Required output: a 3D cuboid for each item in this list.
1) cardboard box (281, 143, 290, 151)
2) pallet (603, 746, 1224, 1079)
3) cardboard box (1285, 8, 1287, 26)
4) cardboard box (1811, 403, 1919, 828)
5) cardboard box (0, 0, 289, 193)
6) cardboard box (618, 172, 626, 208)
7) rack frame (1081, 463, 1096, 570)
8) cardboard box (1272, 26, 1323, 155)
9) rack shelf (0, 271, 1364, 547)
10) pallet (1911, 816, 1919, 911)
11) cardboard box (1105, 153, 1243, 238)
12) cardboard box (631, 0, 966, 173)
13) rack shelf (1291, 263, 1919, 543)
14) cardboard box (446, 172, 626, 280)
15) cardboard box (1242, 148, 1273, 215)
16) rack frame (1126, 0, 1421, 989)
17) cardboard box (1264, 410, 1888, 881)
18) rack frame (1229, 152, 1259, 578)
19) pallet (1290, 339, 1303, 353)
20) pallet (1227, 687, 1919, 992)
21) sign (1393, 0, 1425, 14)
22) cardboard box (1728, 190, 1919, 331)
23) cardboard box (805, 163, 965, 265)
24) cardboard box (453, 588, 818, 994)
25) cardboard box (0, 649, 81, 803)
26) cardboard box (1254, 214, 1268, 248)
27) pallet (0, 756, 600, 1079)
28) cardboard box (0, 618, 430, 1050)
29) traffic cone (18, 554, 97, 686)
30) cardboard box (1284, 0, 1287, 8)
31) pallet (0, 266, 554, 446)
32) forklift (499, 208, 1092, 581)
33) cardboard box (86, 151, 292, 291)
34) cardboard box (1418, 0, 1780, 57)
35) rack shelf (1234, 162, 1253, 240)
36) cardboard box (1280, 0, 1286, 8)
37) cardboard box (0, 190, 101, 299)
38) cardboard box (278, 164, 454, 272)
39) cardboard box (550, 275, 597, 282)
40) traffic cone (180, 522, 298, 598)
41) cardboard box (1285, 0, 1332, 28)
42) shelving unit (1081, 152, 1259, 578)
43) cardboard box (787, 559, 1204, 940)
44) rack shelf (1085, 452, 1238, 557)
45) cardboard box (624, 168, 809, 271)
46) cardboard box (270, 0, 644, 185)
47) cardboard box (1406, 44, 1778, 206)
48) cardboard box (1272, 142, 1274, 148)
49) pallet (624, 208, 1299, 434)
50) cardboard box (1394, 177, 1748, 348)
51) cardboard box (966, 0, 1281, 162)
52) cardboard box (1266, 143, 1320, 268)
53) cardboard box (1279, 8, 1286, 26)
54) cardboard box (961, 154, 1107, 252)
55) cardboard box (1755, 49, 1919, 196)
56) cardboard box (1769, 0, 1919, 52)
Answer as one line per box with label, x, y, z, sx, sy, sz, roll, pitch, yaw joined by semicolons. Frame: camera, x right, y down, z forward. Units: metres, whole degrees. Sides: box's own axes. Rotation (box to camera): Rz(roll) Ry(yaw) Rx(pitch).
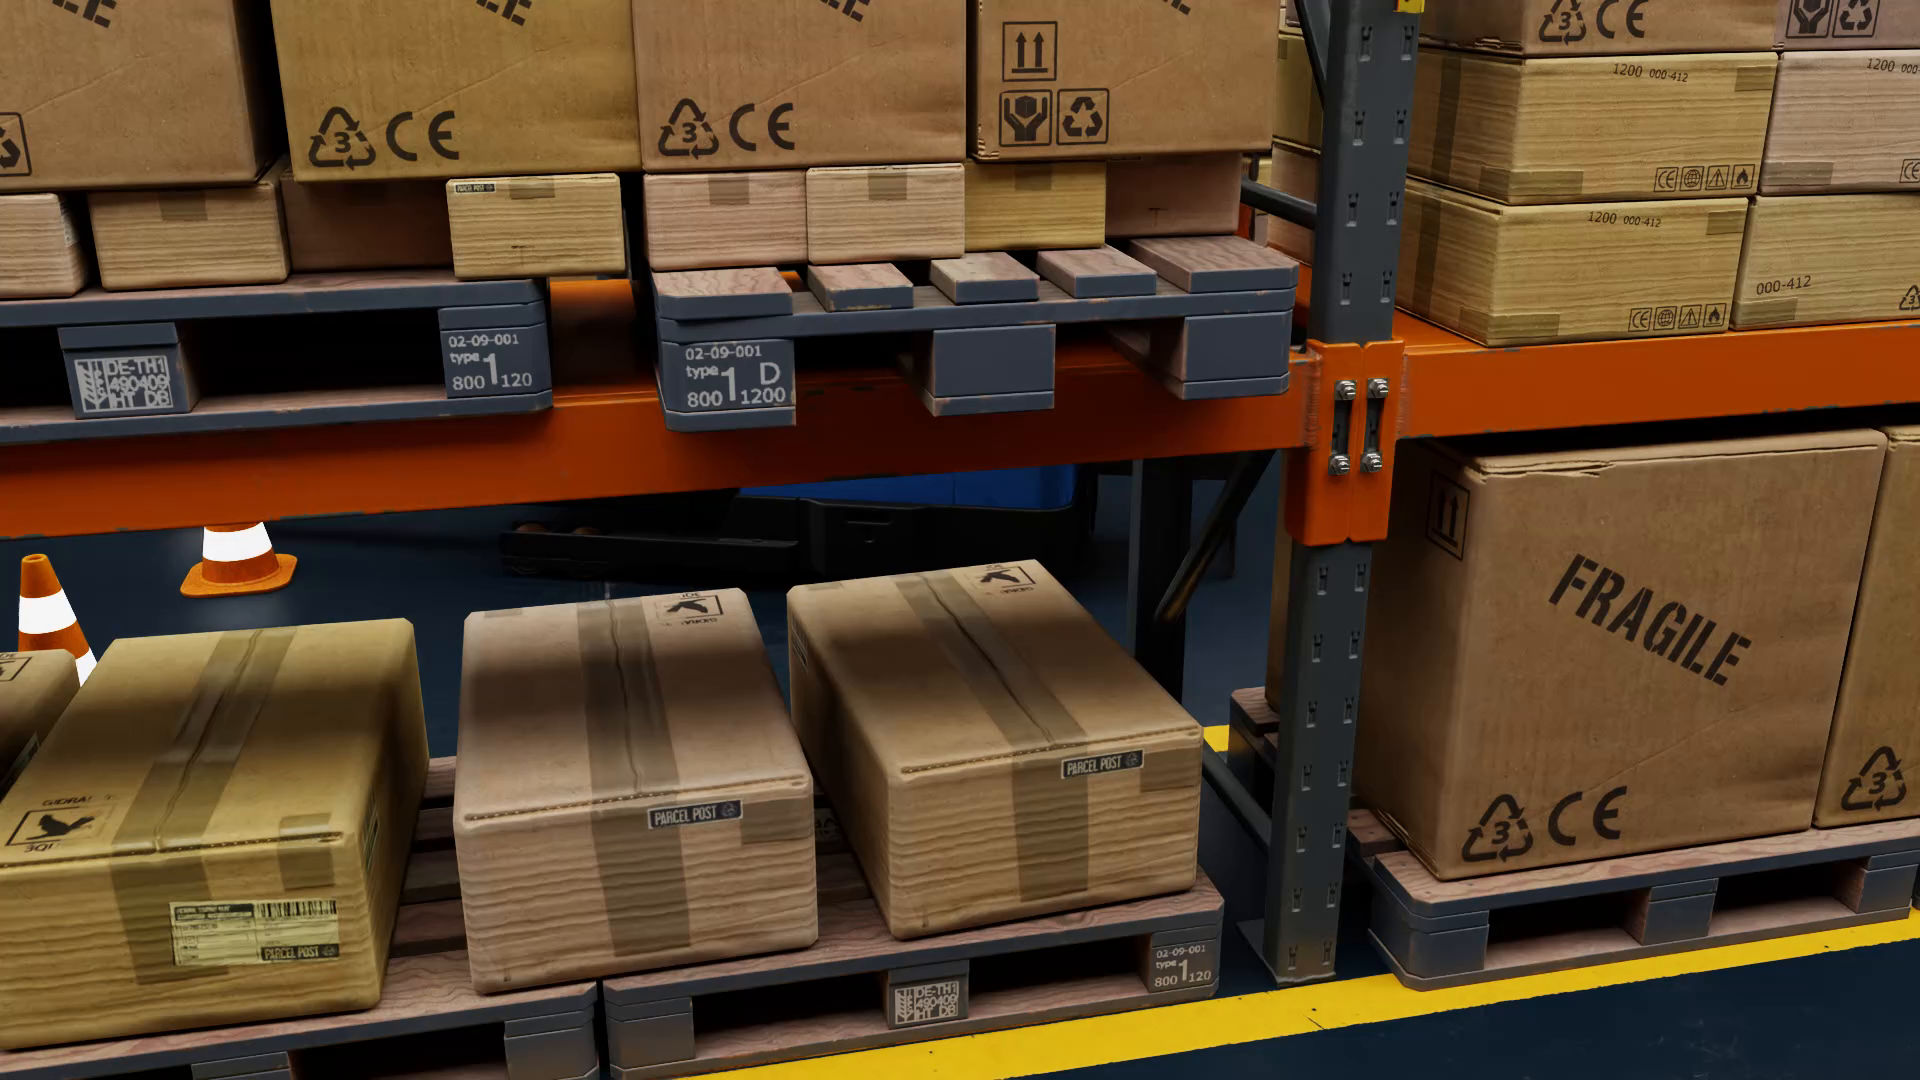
cardboard box;-1.088;-0.680;3.065;0.250;0.149;0.380;-4;20;-10
pallet;-0.175;0.694;3.614;1.213;0.211;1.003;-5;21;-12
cardboard box;1.634;-2.520;8.088;0.250;0.149;0.380;-4;20;-10
cardboard box;2.147;0.027;3.857;0.875;0.875;0.875;-4;21;-12
cardboard box;-1.315;-0.804;2.460;0.500;0.500;0.500;-6;21;-15
cardboard box;-0.605;-0.761;3.285;0.250;0.149;0.380;-5;21;-12
rack frame;0.441;-0.954;5.366;0.015;2.100;0.400;3;20;8
cardboard box;0.999;-0.965;3.579;0.500;0.250;0.500;-5;21;-13
rack shelf;-1.360;-0.181;2.994;4.000;0.370;1.077;-5;21;-12
pallet;2.556;0.500;4.143;1.213;0.211;1.003;-5;21;-12
cardboard box;0.321;-0.652;2.987;0.250;0.149;0.380;-4;20;-10
cardboard box;-0.293;-0.887;2.687;0.500;0.500;0.500;-5;21;-13
rack shelf;2.533;-0.498;3.858;4.000;0.370;1.077;-5;21;-12
cardboard box;-0.669;-0.527;2.648;0.250;0.149;0.380;-4;21;-12
cardboard box;1.560;-1.792;8.278;0.500;0.250;0.500;-6;21;-15
rack frame;0.586;-0.677;3.302;0.127;3.000;1.000;-5;21;-12
cardboard box;1.278;0.097;3.669;0.875;0.875;0.875;-5;21;-13
rack frame;0.923;-0.928;5.295;0.015;2.100;0.400;3;20;8
pallet;1.295;-1.173;8.711;1.213;0.211;1.003;-5;21;-12
pallet;1.371;0.595;3.883;1.213;0.211;1.003;-5;21;-12
sign;0.720;-1.003;2.623;0.005;0.325;0.100;-5;21;-12
cardboard box;1.616;-0.608;3.331;0.500;0.250;0.500;-5;21;-14
cardboard box;-0.158;-0.571;2.768;0.250;0.149;0.380;-5;21;-13
cardboard box;-0.682;0.462;3.402;0.625;0.372;0.950;-5;21;-14
cardboard box;-2.098;0.576;3.092;0.625;0.372;0.950;-3;20;-9
cardboard box;1.580;-1.444;8.418;0.500;0.500;0.500;-5;21;-14
pallet;-1.359;0.789;3.354;1.213;0.211;1.003;-5;21;-12
cardboard box;-1.421;0.520;3.243;0.625;0.372;0.950;-4;20;-11
traffic cone;-2.422;0.264;4.421;0.334;0.463;0.336;-5;21;-12
cardboard box;1.618;-2.658;8.033;0.250;0.149;0.380;-5;21;-12
pallet;-1.331;-0.417;2.870;1.213;0.211;1.003;-5;21;-12
forklift;-1.070;-1.426;5.446;3.031;2.935;1.130;3;20;8
cardboard box;-1.168;-0.502;2.580;0.250;0.149;0.380;-5;21;-14
cardboard box;1.122;-1.151;2.996;0.500;0.500;0.500;-5;21;-14
rack shelf;0.682;-0.928;5.335;0.480;0.518;0.431;3;20;8
cardboard box;1.380;-2.641;7.986;0.250;0.149;0.380;-4;20;-11
cardboard box;-1.421;-0.472;2.496;0.250;0.149;0.380;-4;20;-10
cardboard box;-0.943;-0.550;2.709;0.250;0.149;0.380;-4;21;-12
cardboard box;-2.114;-1.378;7.877;0.750;0.750;1.050;-4;21;-12
traffic cone;-2.370;-0.094;5.398;0.334;0.463;0.336;-5;21;-12
cardboard box;1.029;-1.322;3.464;0.500;0.500;0.500;-5;21;-14
shelving unit;0.682;-0.941;5.330;0.503;2.100;0.431;3;20;8
cardboard box;0.034;0.401;3.569;0.625;0.372;0.950;-6;21;-16
rack shelf;0.682;-0.271;5.576;0.480;0.518;0.431;3;20;8
cardboard box;-0.405;-0.554;2.721;0.250;0.149;0.380;-6;21;-15
cardboard box;-0.784;-0.847;2.577;0.500;0.500;0.500;-6;21;-16
cardboard box;1.136;-0.799;3.126;0.500;0.250;0.500;-5;21;-13
cardboard box;1.447;-1.966;8.755;0.500;0.250;0.500;-4;20;-10
pallet;-0.083;-0.495;3.084;1.003;0.211;1.213;-5;21;-12
cardboard box;1.120;-0.561;3.204;0.500;0.250;0.500;-5;21;-13
cardboard box;0.208;-0.932;2.809;0.500;0.500;0.500;-5;21;-14
cardboard box;1.019;-0.734;3.674;0.500;0.250;0.500;-5;21;-14
cardboard box;1.374;-2.499;8.030;0.250;0.149;0.380;-5;21;-14
cardboard box;0.077;-0.606;2.863;0.250;0.149;0.380;-4;21;-12
cardboard box;1.639;-0.839;3.236;0.500;0.250;0.500;-4;21;-11
cardboard box;1.603;-1.193;3.112;0.500;0.500;0.500;-5;21;-12
